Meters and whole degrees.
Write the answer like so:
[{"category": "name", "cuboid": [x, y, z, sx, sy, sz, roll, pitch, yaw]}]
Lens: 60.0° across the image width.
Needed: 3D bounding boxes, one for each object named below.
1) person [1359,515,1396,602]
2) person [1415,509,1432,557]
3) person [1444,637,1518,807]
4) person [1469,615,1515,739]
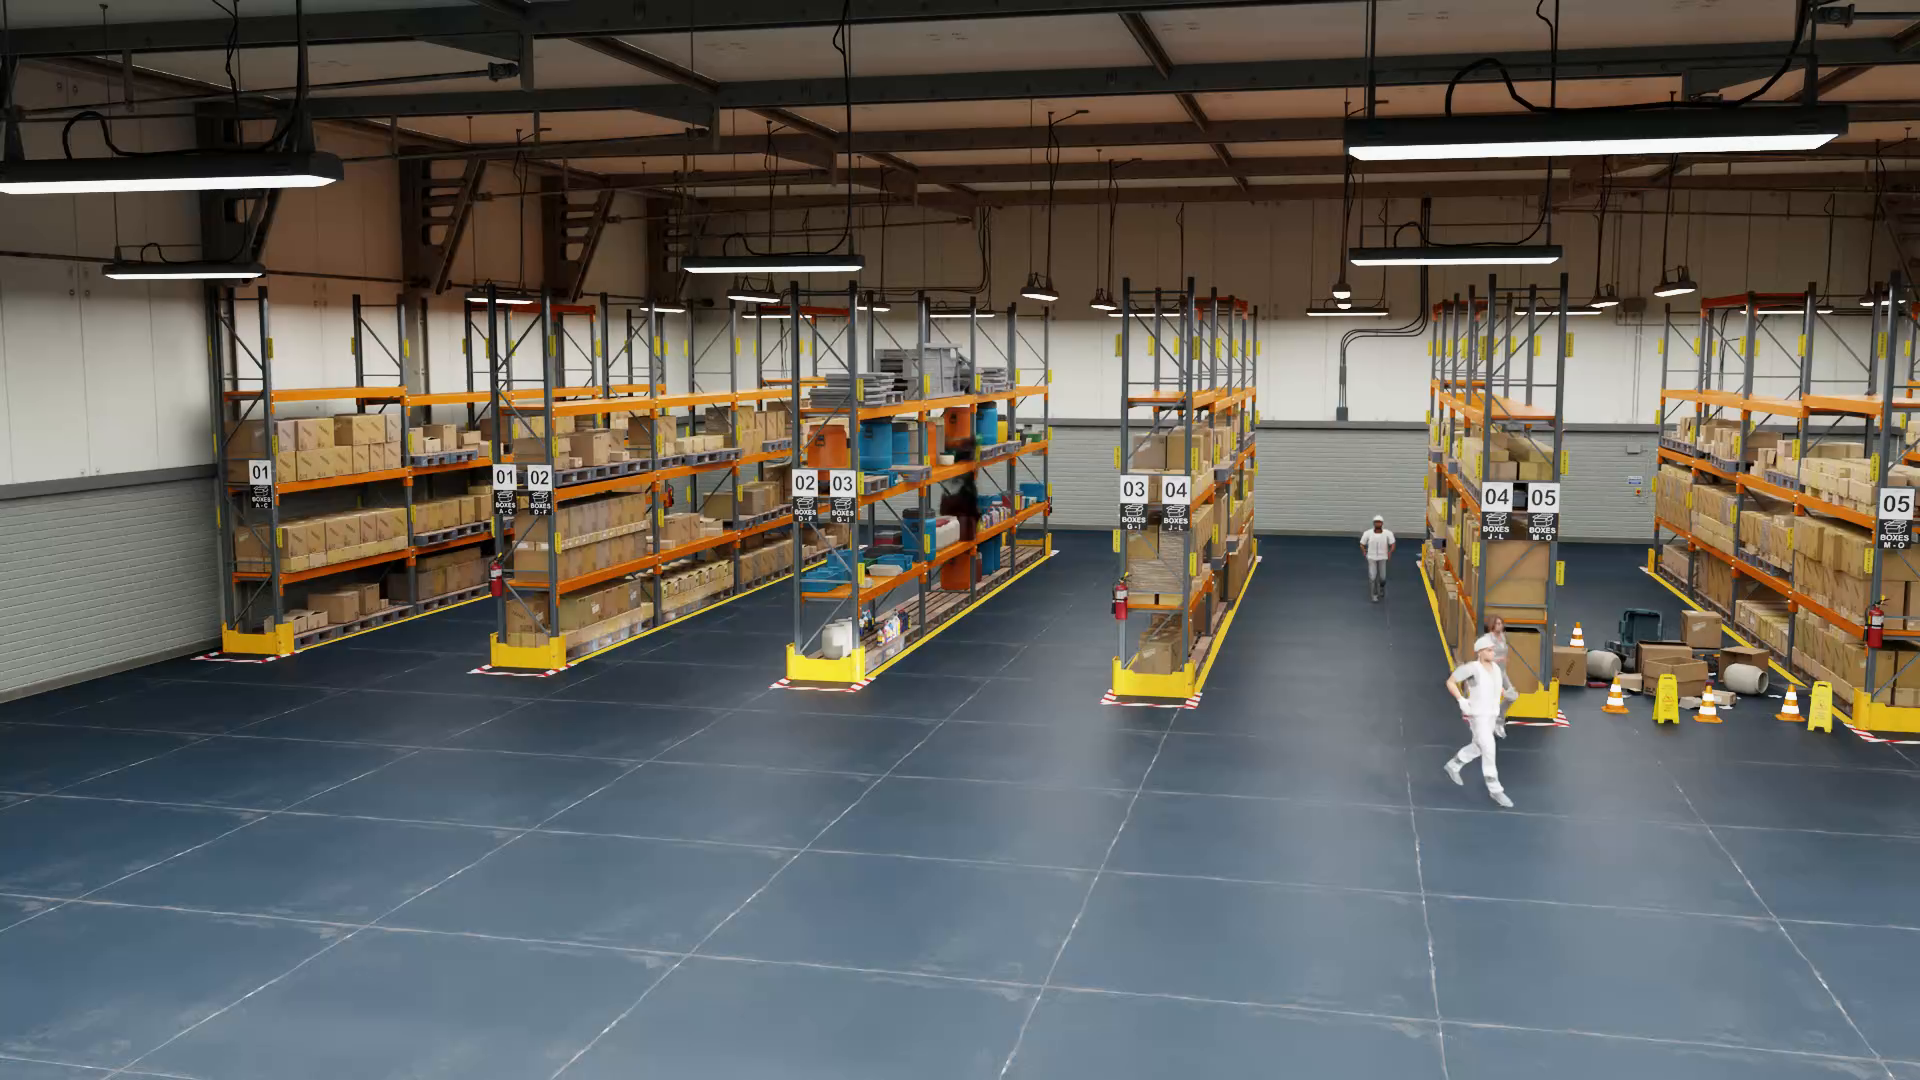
[{"category": "person", "cuboid": [8.259, 0.370, 32.921, 0.697, 1.718, 0.605, 2, 7, 15]}, {"category": "person", "cuboid": [11.244, -0.407, 39.567, 0.856, 1.722, 0.696, 4, 8, 29]}, {"category": "person", "cuboid": [5.812, 1.974, 18.533, 0.651, 1.807, 0.979, -5, 8, -36]}, {"category": "person", "cuboid": [6.868, 1.760, 21.382, 0.511, 1.602, 0.669, -3, 7, -27]}]
